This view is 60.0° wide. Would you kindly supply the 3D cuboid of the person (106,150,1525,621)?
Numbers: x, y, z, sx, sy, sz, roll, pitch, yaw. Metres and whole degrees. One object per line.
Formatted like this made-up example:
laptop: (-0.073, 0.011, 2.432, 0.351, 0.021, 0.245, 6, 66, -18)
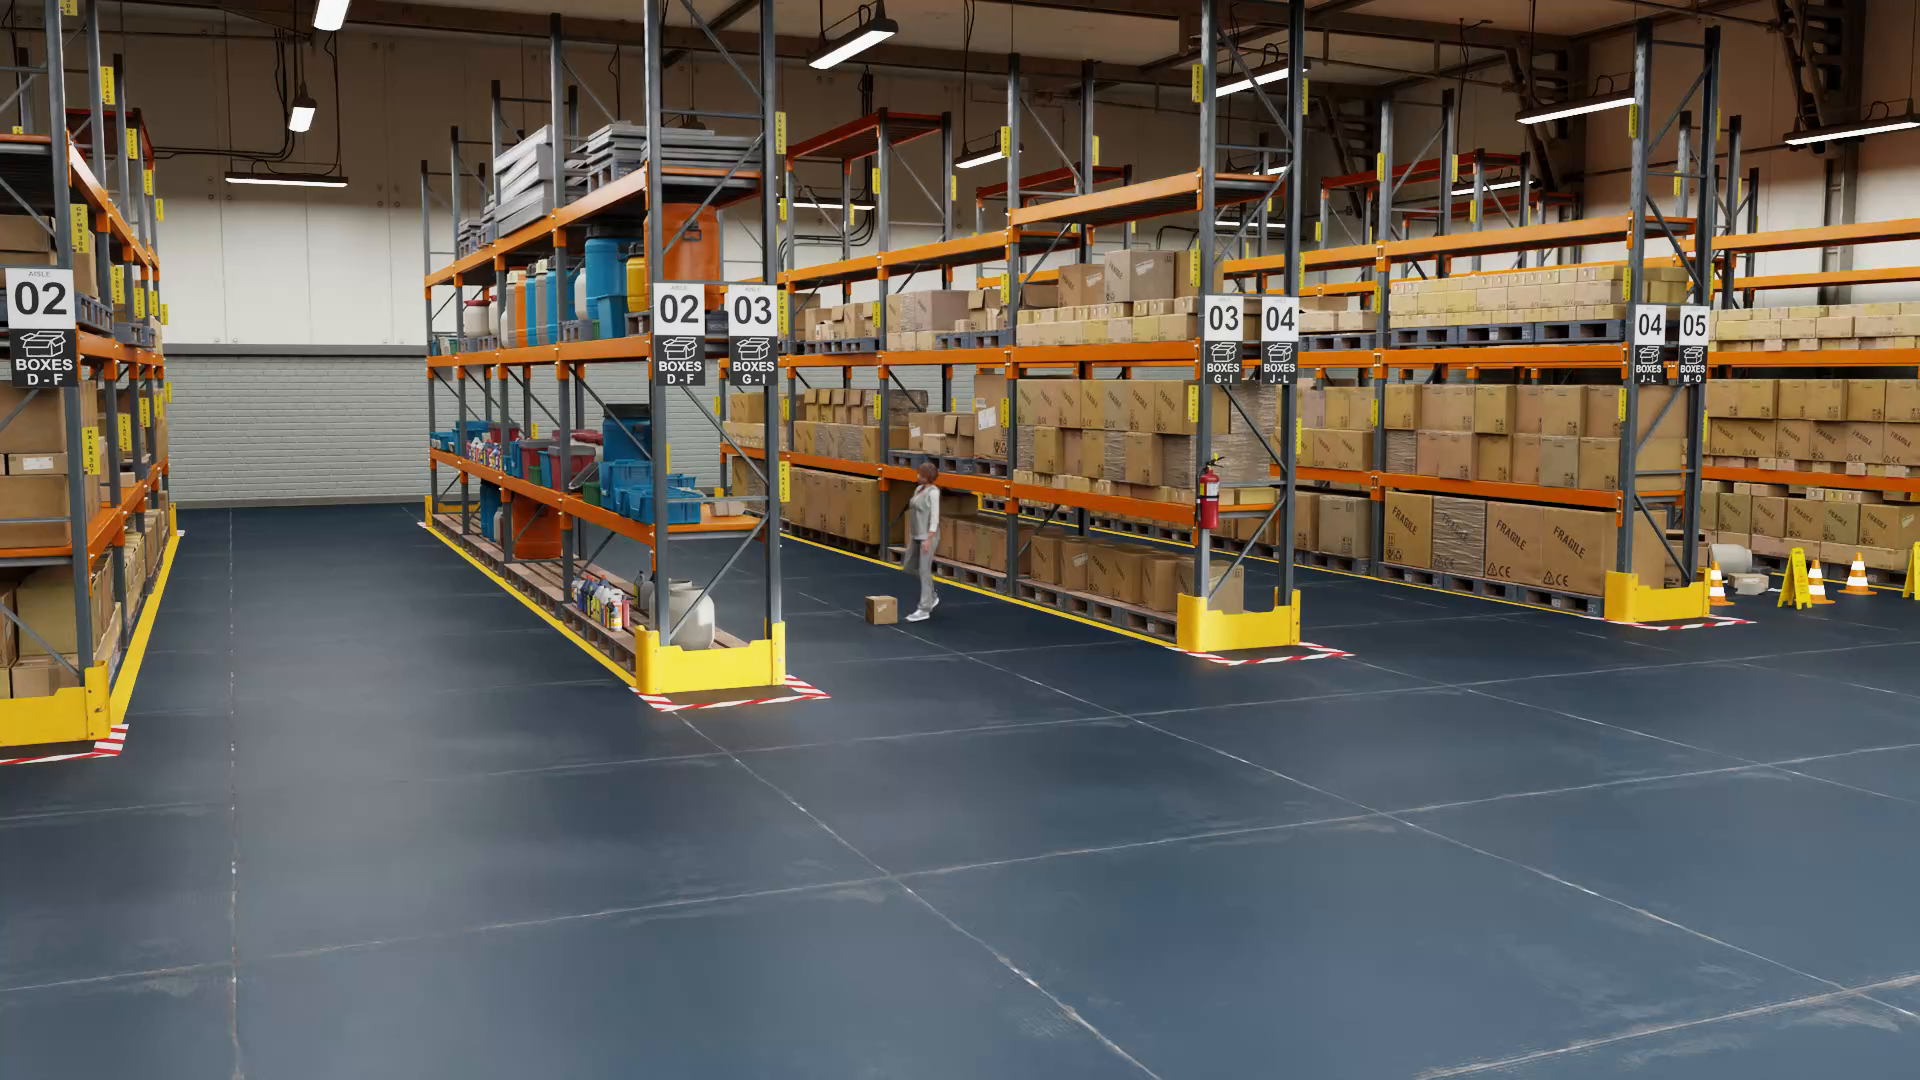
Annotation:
person: (-3.991, -3.086, 26.086, 23.789, 5.997, 20.354, -3, 6, -29)
